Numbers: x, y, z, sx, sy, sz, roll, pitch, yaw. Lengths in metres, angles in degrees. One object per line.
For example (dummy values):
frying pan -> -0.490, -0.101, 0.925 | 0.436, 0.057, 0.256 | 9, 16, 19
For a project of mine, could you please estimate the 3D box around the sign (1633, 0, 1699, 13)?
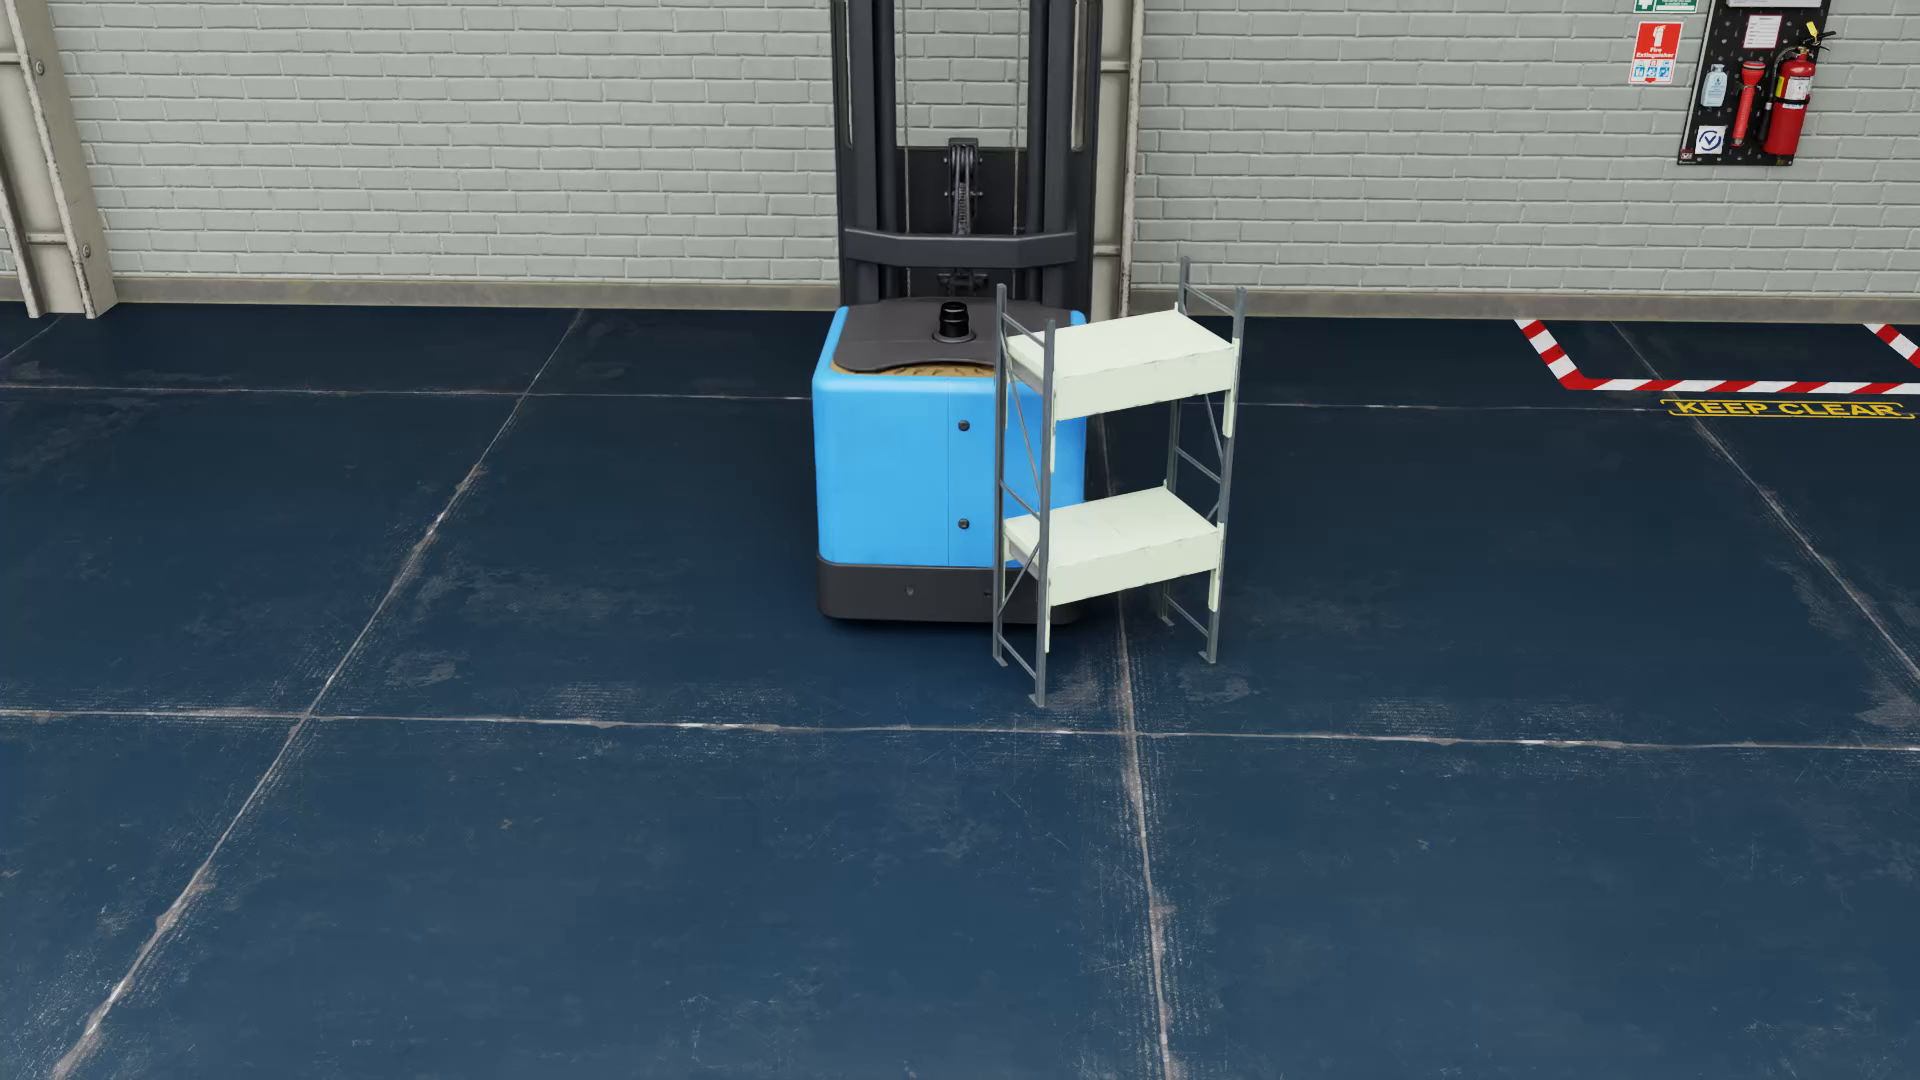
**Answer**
sign -> 3.752, -2.855, 8.829 | 0.331, 0.109, 0.001 | 1, 28, 2

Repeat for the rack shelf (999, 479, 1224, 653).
rack shelf -> 0.551, 0.086, 6.183 | 0.720, 0.370, 0.431 | -12, 30, -21

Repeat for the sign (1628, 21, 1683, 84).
sign -> 3.748, -2.625, 8.961 | 0.234, 0.329, 0.001 | 1, 28, 2

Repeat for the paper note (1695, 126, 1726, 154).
paper note -> 4.122, -2.198, 9.133 | 0.142, 0.148, 0.016 | 1, 28, 2

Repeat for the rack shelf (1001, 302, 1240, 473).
rack shelf -> 0.551, -0.547, 5.847 | 0.720, 0.370, 0.431 | -12, 30, -21

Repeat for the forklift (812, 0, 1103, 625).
forklift -> 0.040, -1.620, 7.177 | 1.130, 2.935, 3.031 | 1, 28, 3

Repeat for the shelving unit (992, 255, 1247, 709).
shelving unit -> 0.551, -0.202, 6.030 | 0.755, 1.500, 0.431 | -12, 30, -21

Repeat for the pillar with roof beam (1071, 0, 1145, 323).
pillar with roof beam -> 0.617, -3.228, 3.731 | 0.400, 9.000, 9.100 | 1, 28, 2

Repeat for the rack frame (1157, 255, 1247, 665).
rack frame -> 0.885, -0.273, 6.164 | 0.023, 1.500, 0.400 | -12, 30, -21

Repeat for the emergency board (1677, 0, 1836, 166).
emergency board -> 4.297, -2.552, 8.861 | 0.643, 1.169, 0.194 | 1, 28, 2

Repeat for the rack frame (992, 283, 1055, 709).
rack frame -> 0.218, -0.132, 5.897 | 0.023, 1.500, 0.400 | -12, 30, -21

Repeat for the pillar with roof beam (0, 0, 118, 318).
pillar with roof beam -> -5.380, -3.327, 3.918 | 0.400, 9.000, 9.100 | 1, 28, 2
